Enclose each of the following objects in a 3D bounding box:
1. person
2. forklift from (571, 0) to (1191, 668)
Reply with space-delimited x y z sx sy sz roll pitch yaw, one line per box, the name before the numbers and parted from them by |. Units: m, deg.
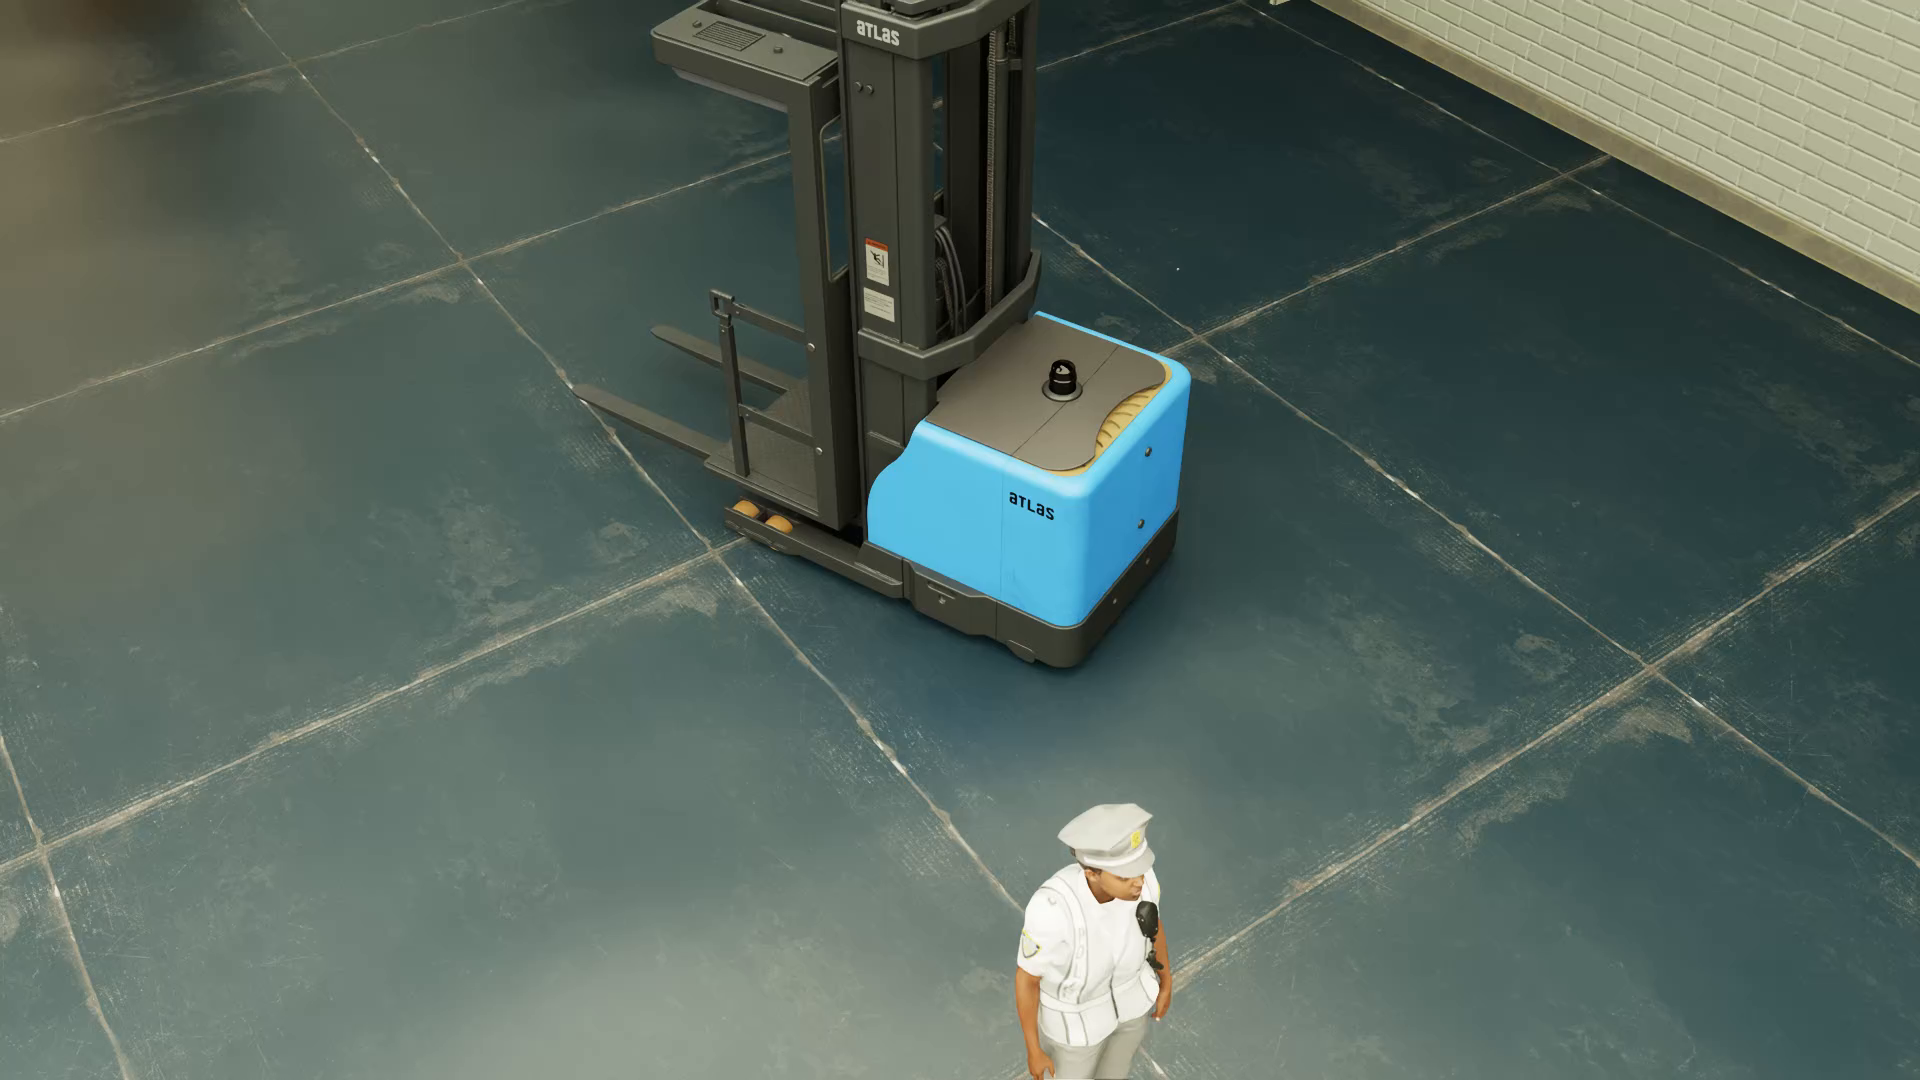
person | 0.432 1.468 5.024 0.570 1.695 0.530 -23 47 -23
forklift | -0.511 -1.302 7.129 3.031 2.935 1.130 24 48 24
